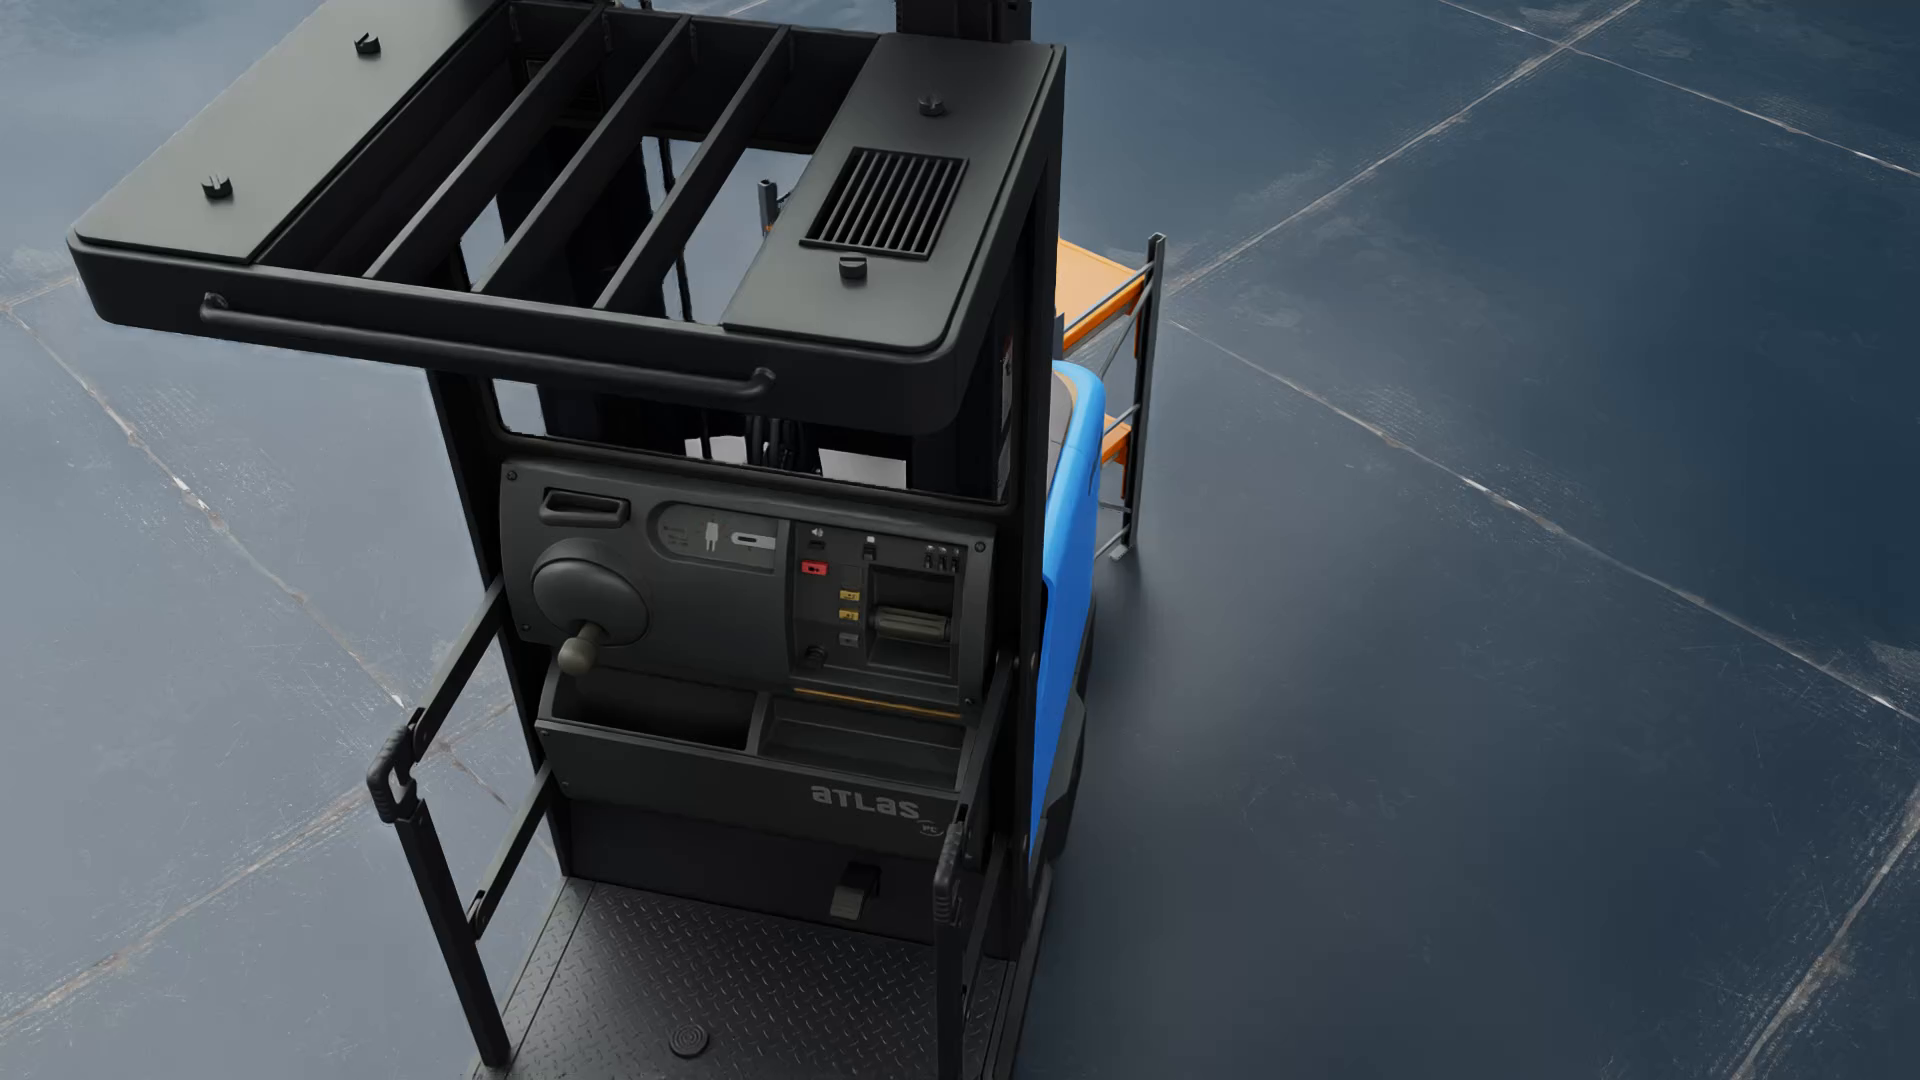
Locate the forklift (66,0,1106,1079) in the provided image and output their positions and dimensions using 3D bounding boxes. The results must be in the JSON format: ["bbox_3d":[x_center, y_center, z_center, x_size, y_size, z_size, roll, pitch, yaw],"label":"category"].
[{"bbox_3d":[-0.444,0.181,2.894,1.130,2.935,3.031,9,43,9],"label":"forklift"}]

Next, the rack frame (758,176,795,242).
[{"bbox_3d":[-0.400,-0.720,5.200,0.032,1.125,0.500,29,50,28],"label":"rack frame"}]

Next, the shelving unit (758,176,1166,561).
[{"bbox_3d":[-0.007,-0.501,4.963,1.048,1.125,0.538,29,50,28],"label":"shelving unit"}]

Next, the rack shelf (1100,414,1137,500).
[{"bbox_3d":[-0.007,-0.321,5.129,1.000,0.278,0.538,29,50,28],"label":"rack shelf"}]

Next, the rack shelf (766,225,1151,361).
[{"bbox_3d":[-0.007,-0.716,4.765,1.000,0.278,0.538,29,50,28],"label":"rack shelf"}]

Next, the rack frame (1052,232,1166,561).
[{"bbox_3d":[0.386,-0.282,4.726,0.032,1.125,0.500,29,50,28],"label":"rack frame"}]
